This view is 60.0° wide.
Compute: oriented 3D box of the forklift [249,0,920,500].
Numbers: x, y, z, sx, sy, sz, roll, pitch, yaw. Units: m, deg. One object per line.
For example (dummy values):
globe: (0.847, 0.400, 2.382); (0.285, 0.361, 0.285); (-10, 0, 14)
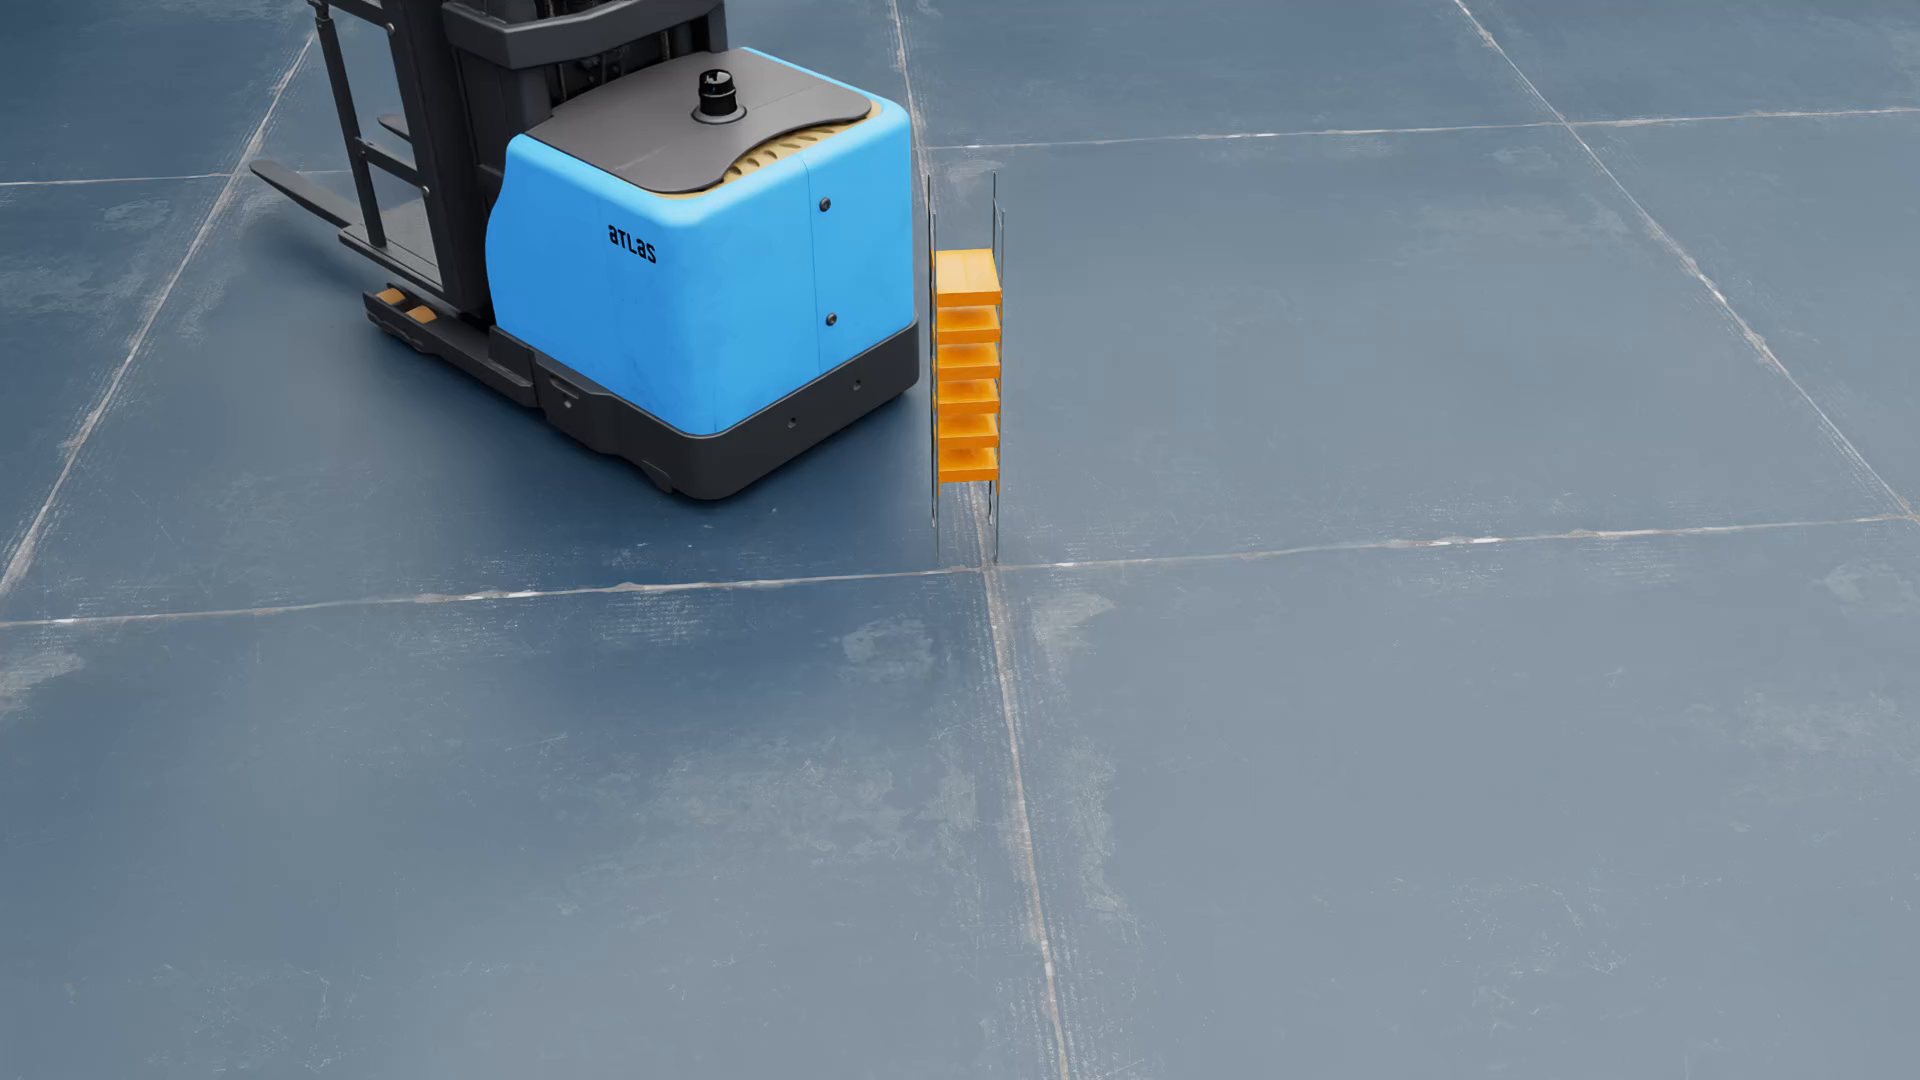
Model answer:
forklift: (-1.580, -2.024, 5.521); (3.031, 2.843, 1.129); (29, 47, 31)

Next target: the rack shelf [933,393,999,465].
rack shelf: (0.014, -0.343, 4.981); (0.180, 0.103, 0.258); (-3, 38, -4)

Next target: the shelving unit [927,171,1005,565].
shelving unit: (0.014, -0.472, 4.879); (0.189, 1.200, 0.258); (-3, 38, -4)

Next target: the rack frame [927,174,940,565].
rack frame: (-0.077, -0.467, 4.873); (0.006, 1.200, 0.240); (-3, 38, -4)

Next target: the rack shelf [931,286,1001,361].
rack shelf: (0.014, -0.625, 4.758); (0.180, 0.103, 0.258); (-3, 38, -4)

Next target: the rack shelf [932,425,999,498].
rack shelf: (0.014, -0.249, 5.056); (0.180, 0.103, 0.258); (-3, 38, -4)

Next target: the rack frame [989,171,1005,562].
rack frame: (0.106, -0.477, 4.886); (0.006, 1.200, 0.240); (-3, 38, -4)

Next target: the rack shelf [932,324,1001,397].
rack shelf: (0.014, -0.531, 4.833); (0.180, 0.103, 0.258); (-3, 38, -4)
